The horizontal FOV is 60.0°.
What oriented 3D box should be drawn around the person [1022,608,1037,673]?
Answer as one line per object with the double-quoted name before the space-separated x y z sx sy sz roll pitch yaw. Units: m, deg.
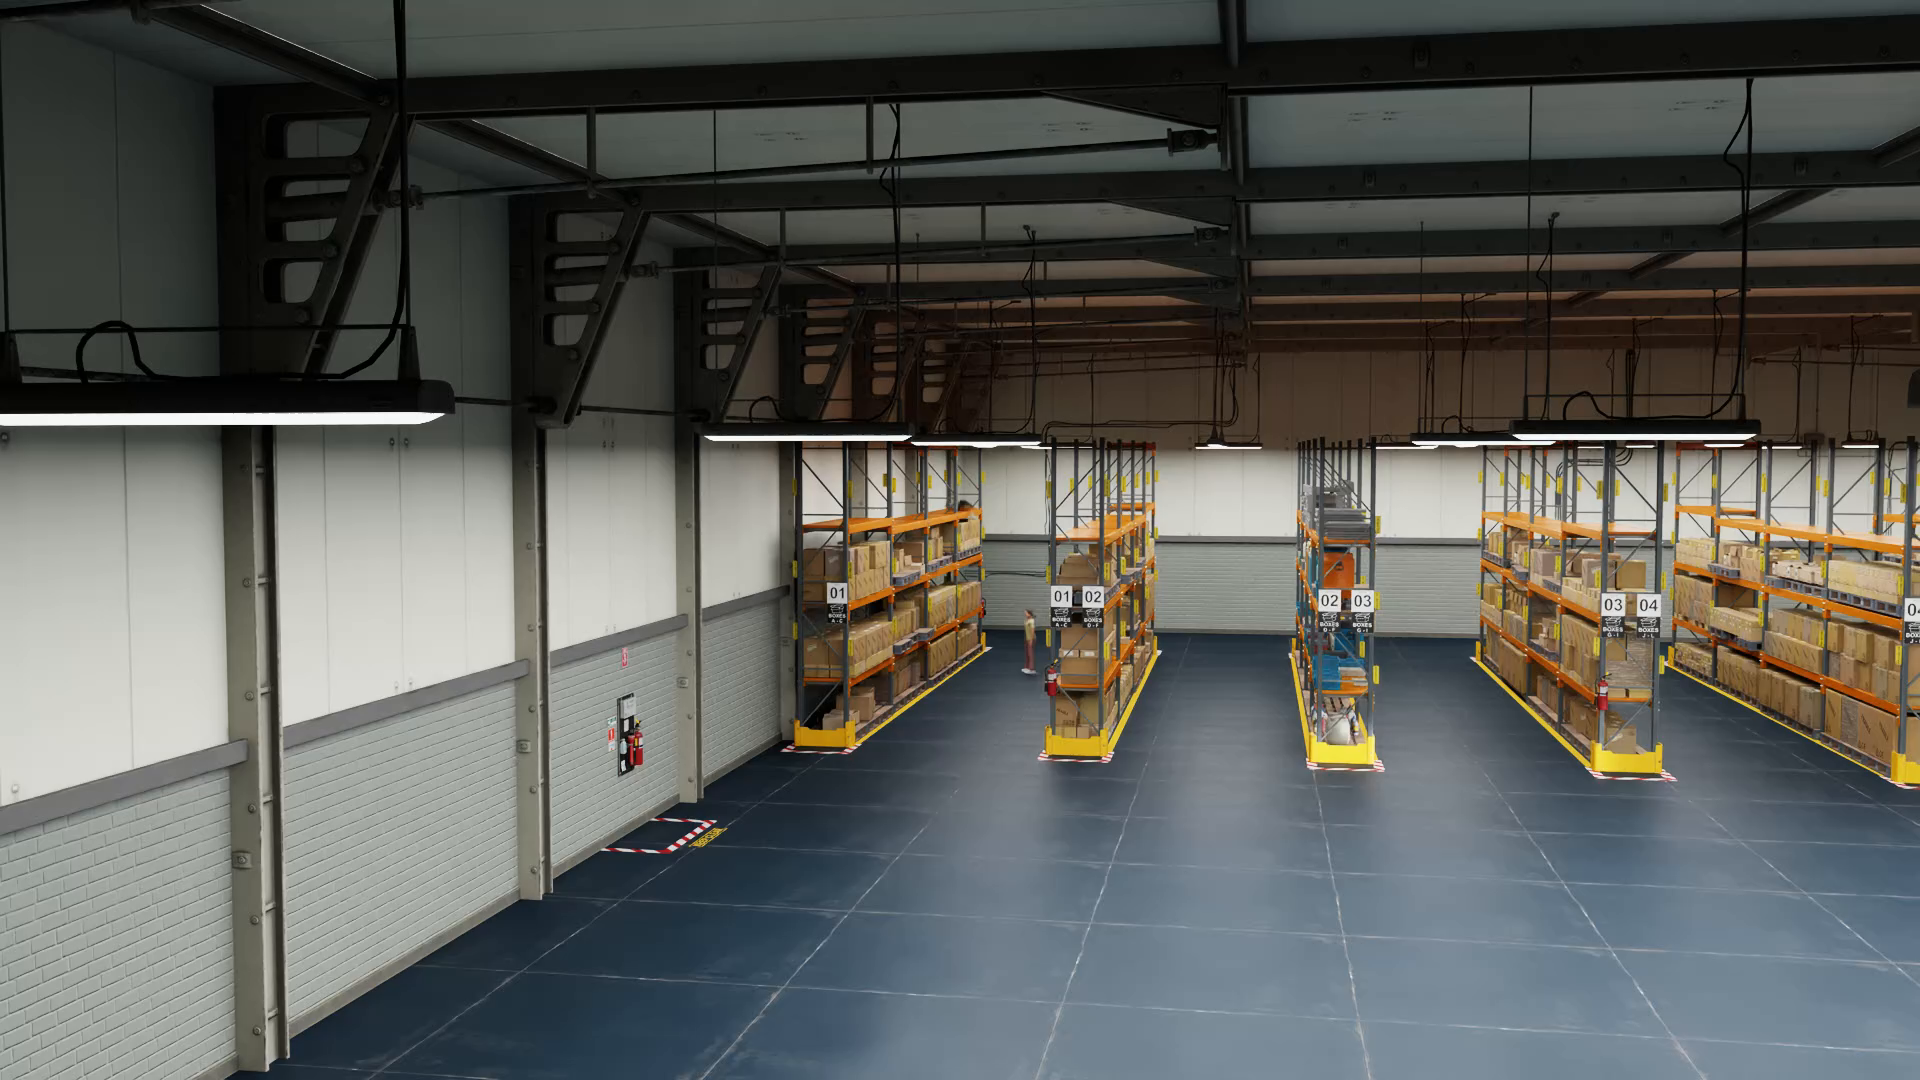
"person" 1.801 2.599 43.037 0.397 1.675 0.492 0 3 -2
